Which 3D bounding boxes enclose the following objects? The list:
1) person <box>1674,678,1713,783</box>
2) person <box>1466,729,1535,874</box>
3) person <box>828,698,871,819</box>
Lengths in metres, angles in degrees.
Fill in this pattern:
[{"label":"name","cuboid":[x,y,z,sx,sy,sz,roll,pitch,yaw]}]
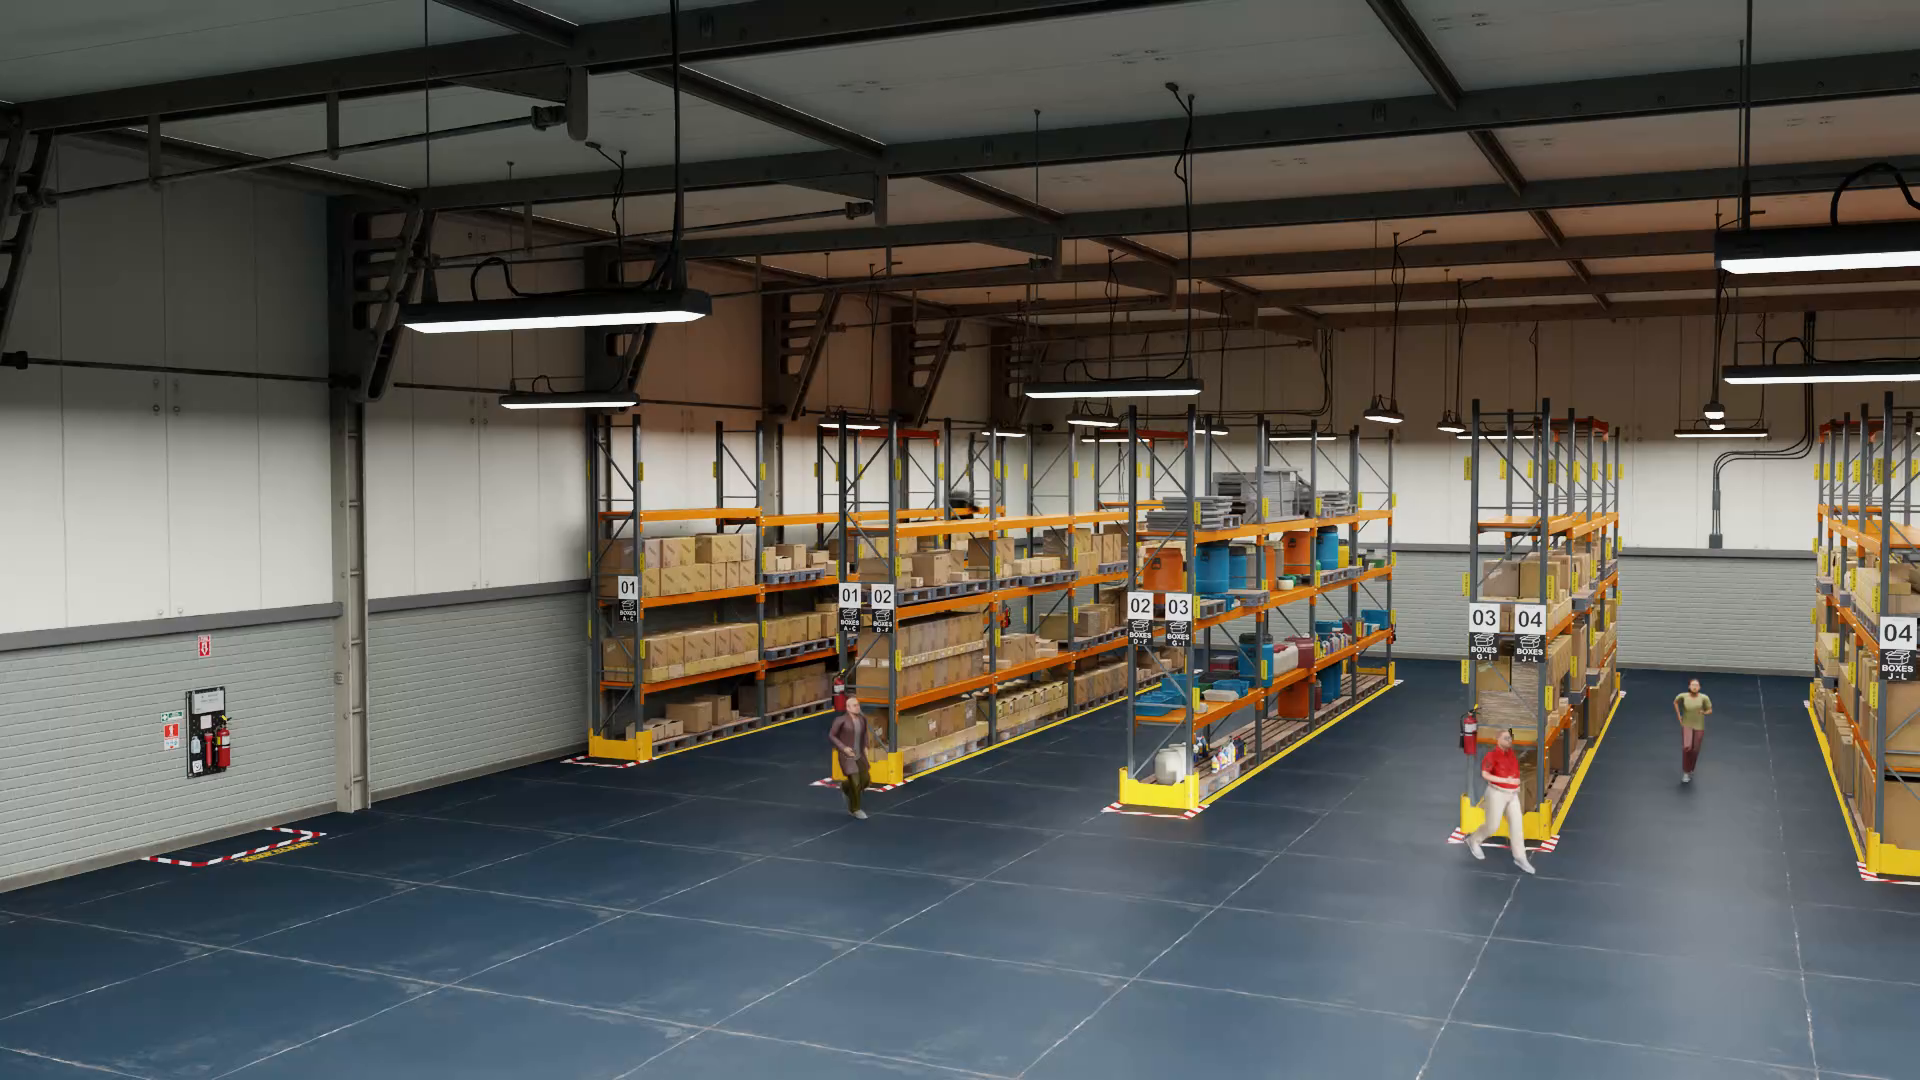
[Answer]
[{"label":"person","cuboid":[11.875,3.069,26.928,0.560,1.694,0.765,1,2,16]},{"label":"person","cuboid":[6.829,3.256,20.986,0.679,1.744,0.987,-1,3,-28]},{"label":"person","cuboid":[-1.604,3.148,24.121,0.729,1.737,0.627,-2,3,-40]}]
